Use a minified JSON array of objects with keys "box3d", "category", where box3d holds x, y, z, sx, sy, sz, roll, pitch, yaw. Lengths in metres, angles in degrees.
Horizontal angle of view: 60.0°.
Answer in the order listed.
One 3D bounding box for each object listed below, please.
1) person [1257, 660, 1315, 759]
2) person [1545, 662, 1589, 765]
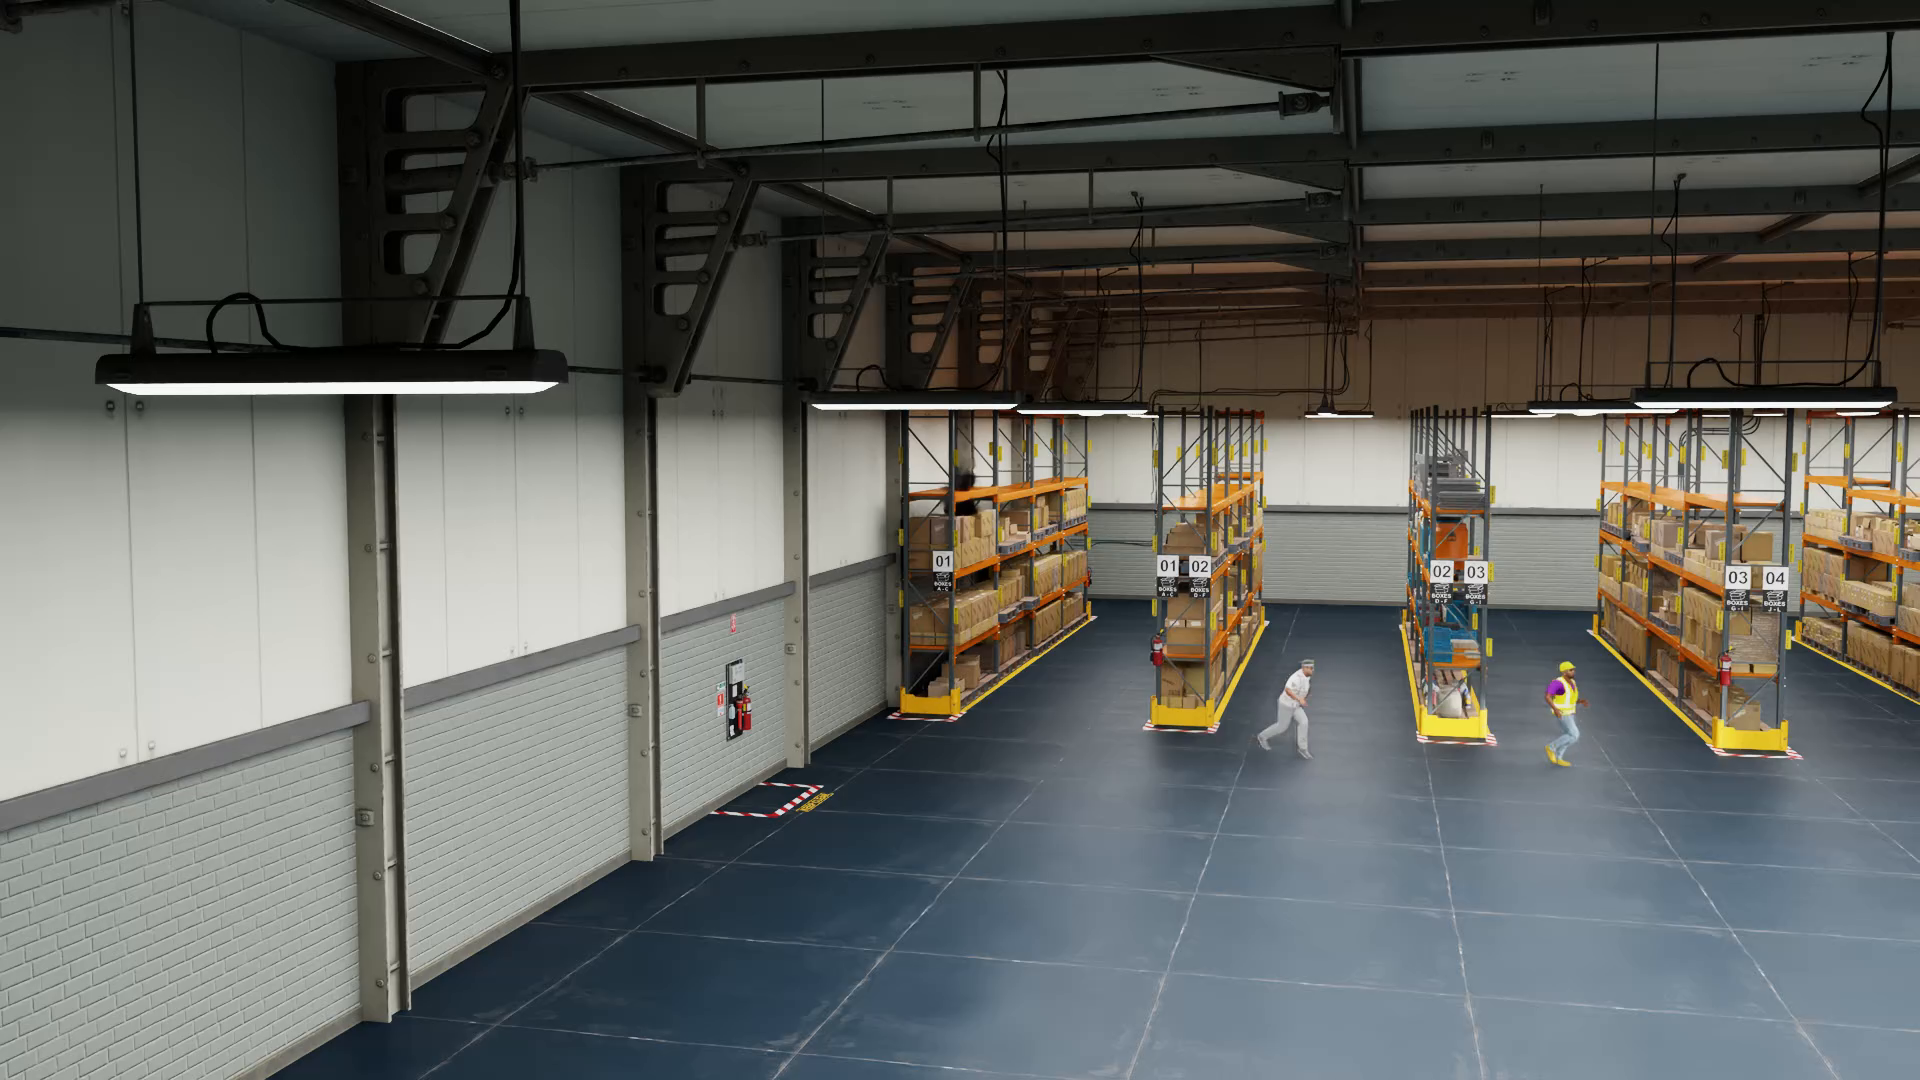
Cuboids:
[{"box3d":[5.585,2.872,28.459,1.018,1.733,0.698,2,5,31],"category":"person"},{"box3d":[10.077,2.879,27.571,0.594,1.729,0.681,4,6,42],"category":"person"}]
